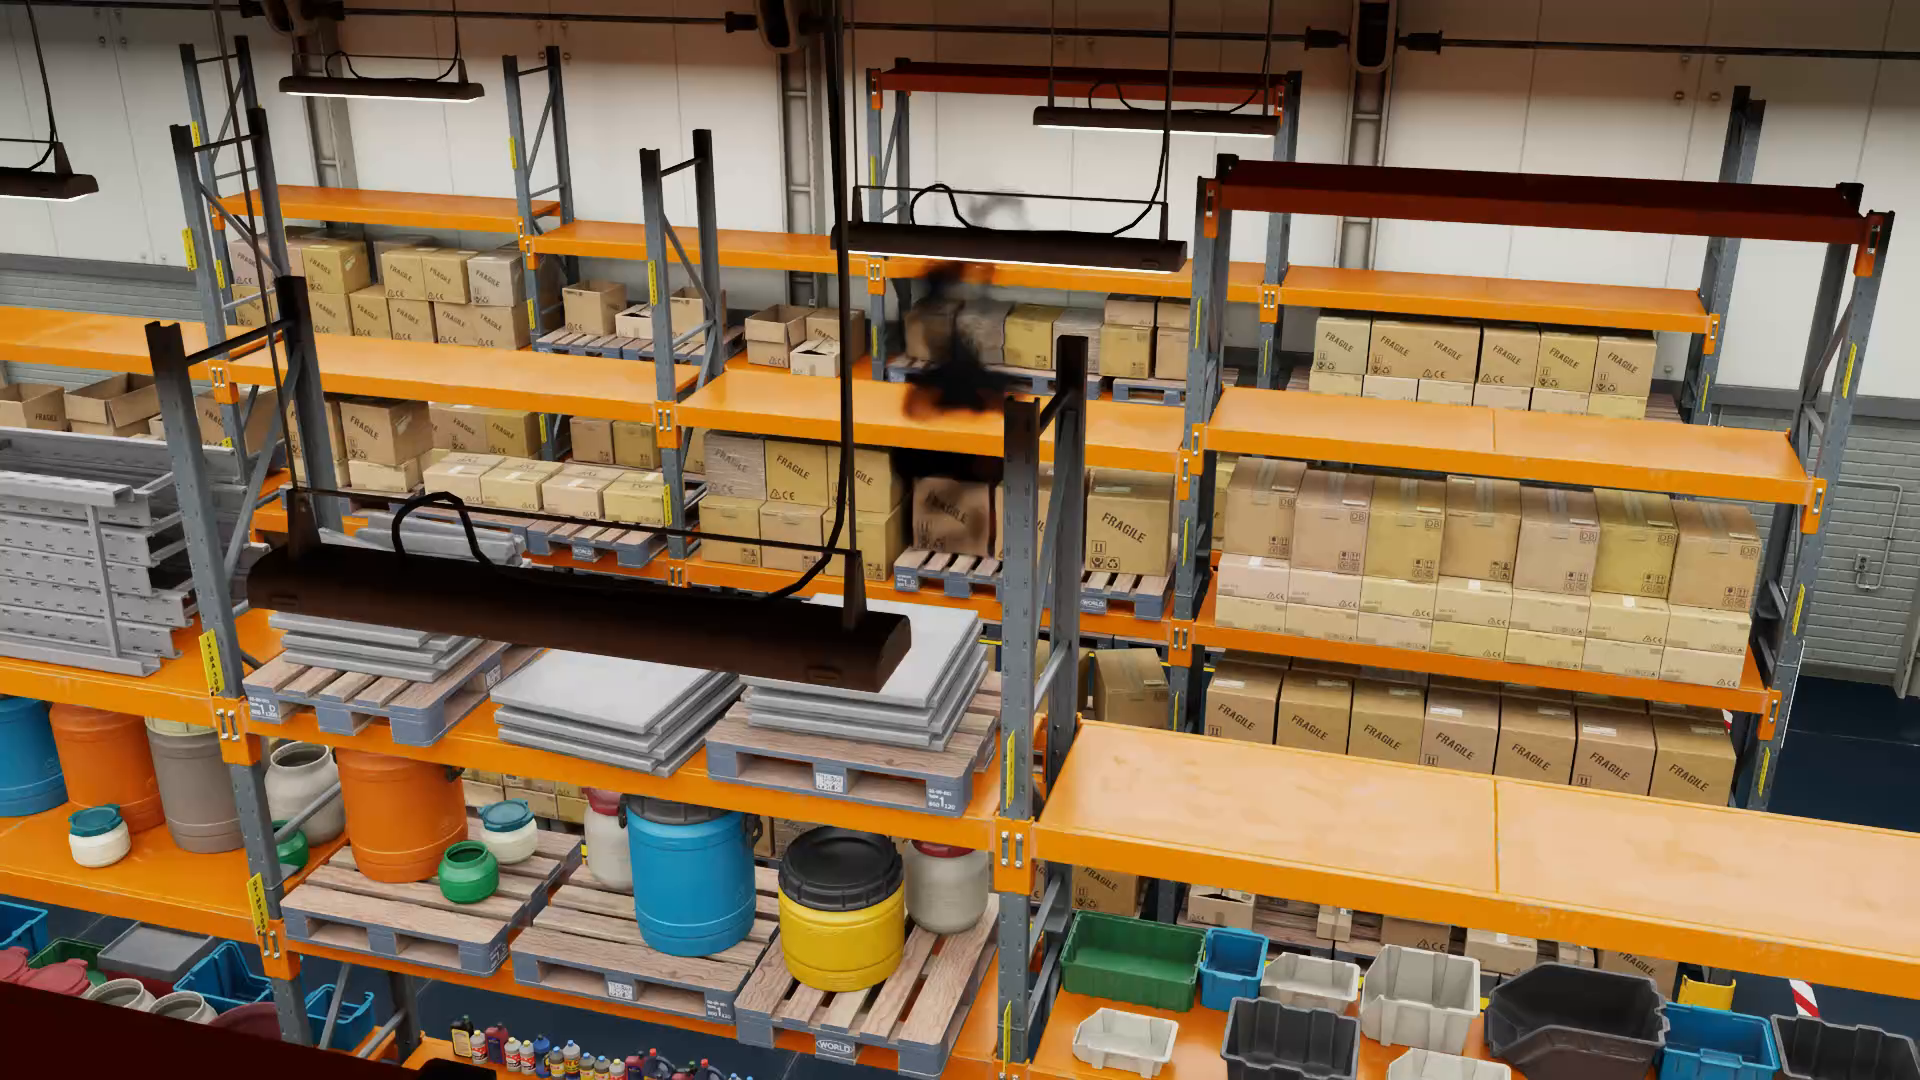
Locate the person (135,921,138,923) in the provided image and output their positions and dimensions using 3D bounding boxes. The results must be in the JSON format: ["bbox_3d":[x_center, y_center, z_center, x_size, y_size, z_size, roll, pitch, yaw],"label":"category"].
[{"bbox_3d":[-5.858,2.682,12.127,0.572,1.663,0.563,6,23,15],"label":"person"}]
